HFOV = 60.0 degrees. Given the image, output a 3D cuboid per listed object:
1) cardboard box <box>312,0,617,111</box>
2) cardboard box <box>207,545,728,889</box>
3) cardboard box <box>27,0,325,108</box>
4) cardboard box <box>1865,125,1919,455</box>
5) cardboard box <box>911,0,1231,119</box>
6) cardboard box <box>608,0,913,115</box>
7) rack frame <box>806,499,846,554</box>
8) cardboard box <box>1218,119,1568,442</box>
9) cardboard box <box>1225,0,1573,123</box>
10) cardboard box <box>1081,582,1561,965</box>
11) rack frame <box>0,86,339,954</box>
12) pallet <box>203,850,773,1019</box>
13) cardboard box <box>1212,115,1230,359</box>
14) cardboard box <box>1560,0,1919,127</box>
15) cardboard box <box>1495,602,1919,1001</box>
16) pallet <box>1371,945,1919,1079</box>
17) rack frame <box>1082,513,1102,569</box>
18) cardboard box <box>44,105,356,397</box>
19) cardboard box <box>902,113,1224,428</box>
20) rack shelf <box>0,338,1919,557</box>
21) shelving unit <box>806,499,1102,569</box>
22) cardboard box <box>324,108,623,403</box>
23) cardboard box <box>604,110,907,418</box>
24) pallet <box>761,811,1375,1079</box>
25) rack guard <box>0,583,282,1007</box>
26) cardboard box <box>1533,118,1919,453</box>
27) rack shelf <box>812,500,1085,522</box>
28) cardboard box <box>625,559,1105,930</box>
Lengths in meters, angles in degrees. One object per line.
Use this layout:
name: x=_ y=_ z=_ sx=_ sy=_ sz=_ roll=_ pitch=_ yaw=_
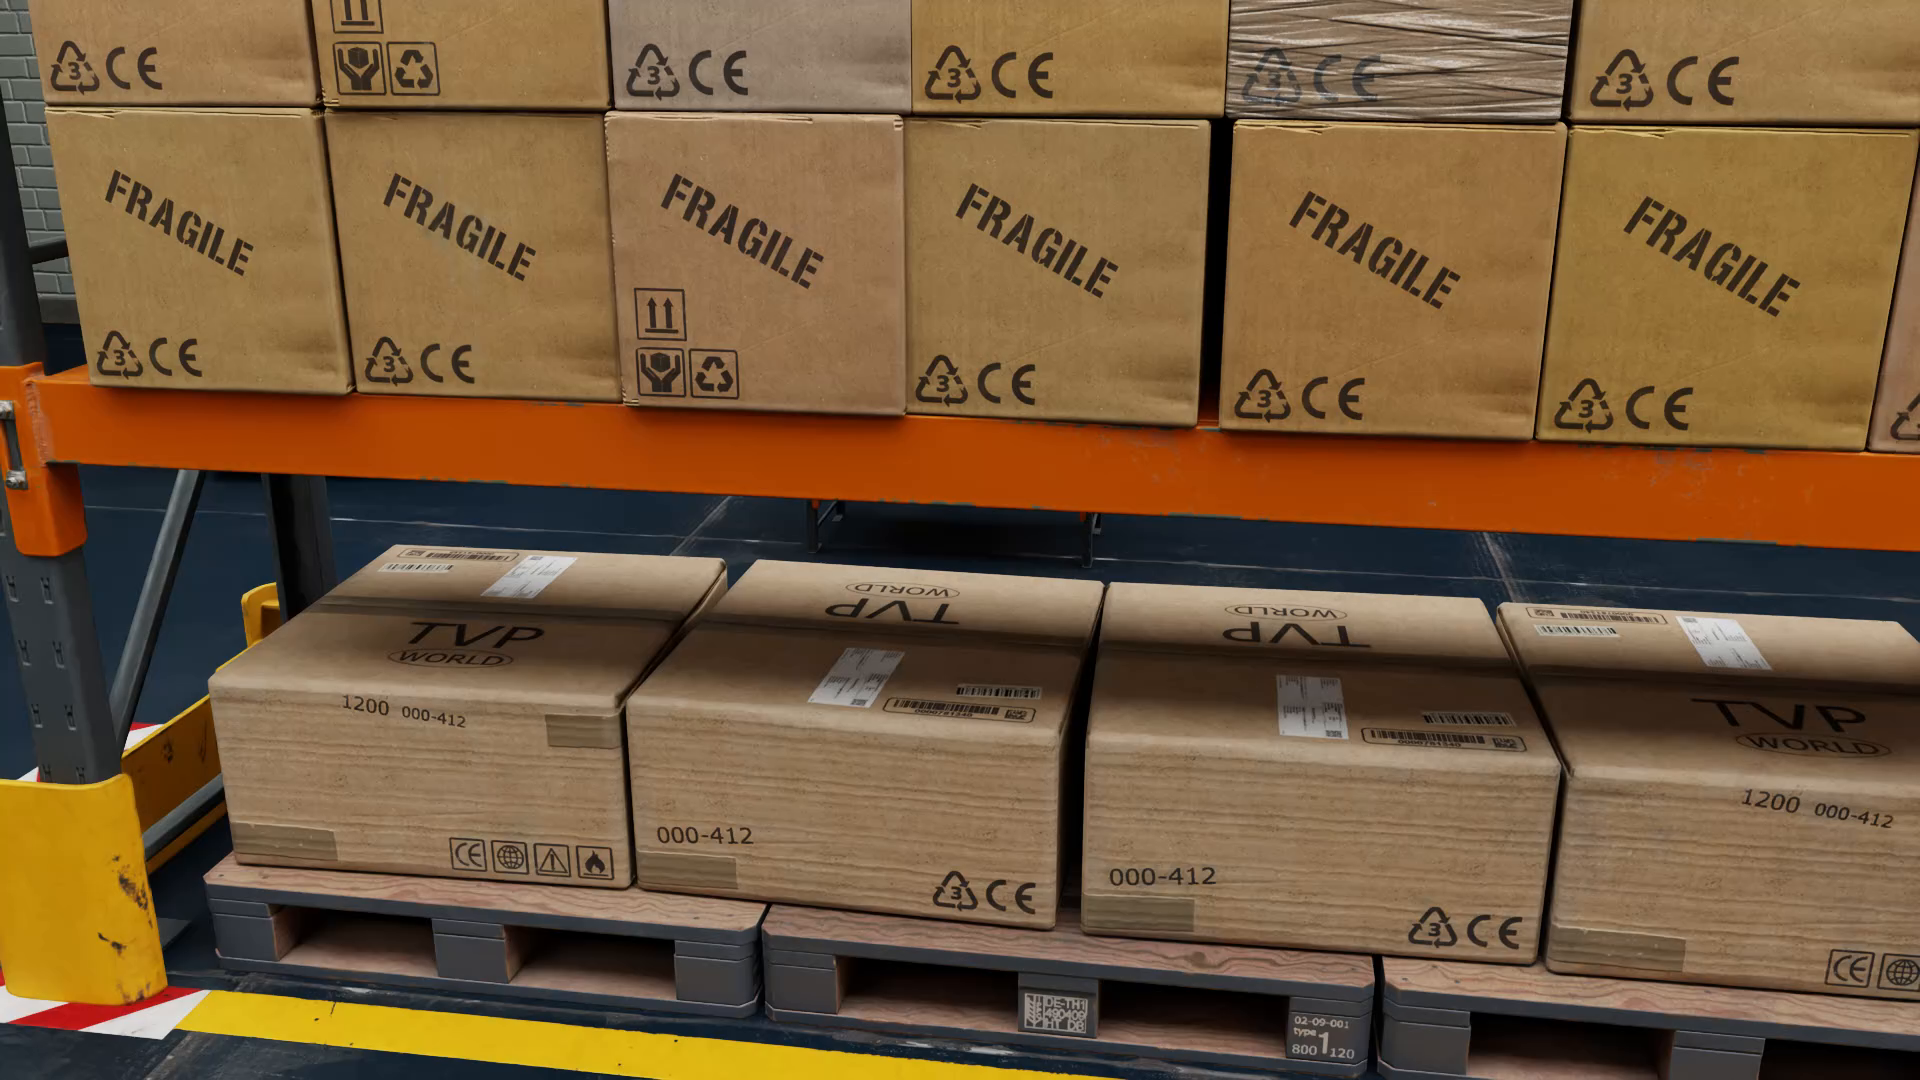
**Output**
cardboard box: x=-0.795 y=-1.032 z=2.928 sx=0.500 sy=0.500 sz=0.500 roll=2 pitch=19 yaw=7
cardboard box: x=-1.067 y=0.370 z=3.847 sx=0.875 sy=0.438 sz=0.875 roll=2 pitch=19 yaw=7
cardboard box: x=-1.306 y=-1.056 z=2.999 sx=0.500 sy=0.500 sz=0.500 roll=3 pitch=19 yaw=7
cardboard box: x=1.716 y=-0.437 z=2.725 sx=0.500 sy=0.500 sz=0.500 roll=3 pitch=19 yaw=9
cardboard box: x=0.208 y=-0.984 z=2.784 sx=0.500 sy=0.500 sz=0.500 roll=3 pitch=19 yaw=9
cardboard box: x=-0.285 y=-1.009 z=2.858 sx=0.500 sy=0.500 sz=0.500 roll=3 pitch=19 yaw=8
rack frame: x=-0.509 y=-0.559 z=6.202 sx=0.032 sy=1.125 sz=0.500 roll=3 pitch=19 yaw=9
cardboard box: x=0.709 y=-0.482 z=2.859 sx=0.500 sy=0.500 sz=0.500 roll=3 pitch=19 yaw=8
cardboard box: x=0.701 y=-0.956 z=2.700 sx=0.500 sy=0.500 sz=0.500 roll=3 pitch=19 yaw=9
cardboard box: x=0.728 y=0.459 z=3.580 sx=0.875 sy=0.438 sz=0.875 roll=2 pitch=19 yaw=7
rack frame: x=-1.735 y=-0.648 z=3.512 sx=0.127 sy=3.000 sz=1.000 roll=3 pitch=19 yaw=9
pallet: x=-0.933 y=0.690 z=3.908 sx=1.213 sy=0.211 sz=1.003 roll=3 pitch=19 yaw=9
cardboard box: x=0.298 y=-0.679 z=3.449 sx=0.500 sy=0.500 sz=0.500 roll=3 pitch=19 yaw=10
cardboard box: x=1.205 y=-0.934 z=2.633 sx=0.500 sy=0.500 sz=0.500 roll=3 pitch=19 yaw=8
cardboard box: x=1.612 y=0.504 z=3.446 sx=0.875 sy=0.438 sz=0.875 roll=3 pitch=19 yaw=8
pallet: x=1.476 y=0.813 z=3.541 sx=1.213 sy=0.211 sz=1.003 roll=3 pitch=19 yaw=9
rack frame: x=0.495 y=-0.508 z=6.049 sx=0.032 sy=1.125 sz=0.500 roll=3 pitch=19 yaw=9
cardboard box: x=-1.306 y=-0.581 z=3.156 sx=0.500 sy=0.500 sz=0.500 roll=3 pitch=19 yaw=8
cardboard box: x=0.194 y=-0.513 z=2.952 sx=0.500 sy=0.500 sz=0.500 roll=4 pitch=19 yaw=10
rack shelf: x=0.240 y=-0.206 z=3.326 sx=4.000 sy=0.370 sz=1.077 roll=3 pitch=19 yaw=9
shelving unit: x=-0.007 y=-0.534 z=6.126 sx=1.048 sy=1.125 sz=0.538 roll=3 pitch=19 yaw=9
cardboard box: x=-0.802 y=-0.565 z=3.106 sx=0.500 sy=0.500 sz=0.500 roll=3 pitch=19 yaw=8
cardboard box: x=-0.303 y=-0.533 z=3.012 sx=0.500 sy=0.500 sz=0.500 roll=3 pitch=19 yaw=8
pallet: x=0.268 y=0.752 z=3.722 sx=1.213 sy=0.211 sz=1.003 roll=3 pitch=19 yaw=9
rack guard: x=-1.758 y=0.536 z=3.913 sx=0.348 sy=0.500 sz=1.175 roll=3 pitch=19 yaw=9
cardboard box: x=1.207 y=-0.462 z=2.798 sx=0.500 sy=0.500 sz=0.500 roll=2 pitch=19 yaw=7
rack shelf: x=-0.007 y=-0.302 z=6.203 sx=1.000 sy=0.278 sz=0.538 roll=3 pitch=19 yaw=9
cardboard box: x=-0.162 y=0.413 z=3.717 sx=0.875 sy=0.438 sz=0.875 roll=3 pitch=19 yaw=10
